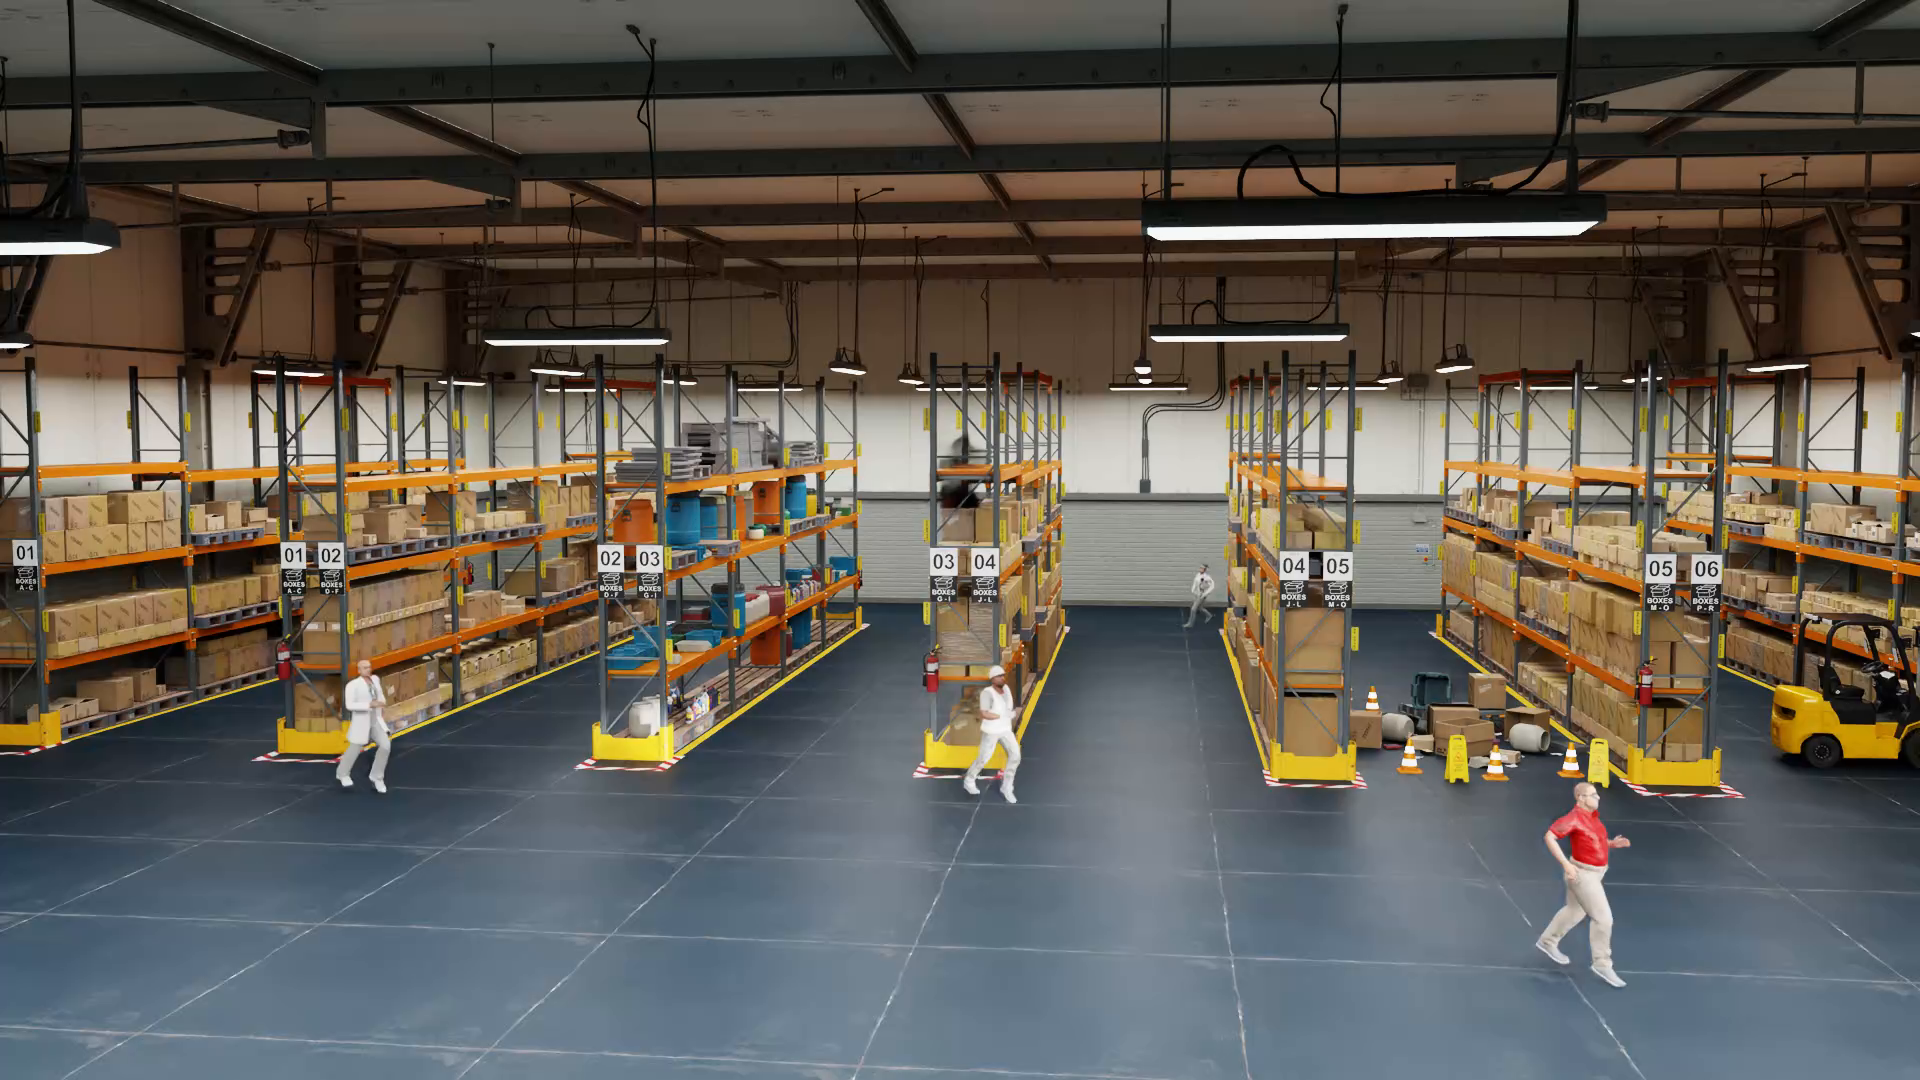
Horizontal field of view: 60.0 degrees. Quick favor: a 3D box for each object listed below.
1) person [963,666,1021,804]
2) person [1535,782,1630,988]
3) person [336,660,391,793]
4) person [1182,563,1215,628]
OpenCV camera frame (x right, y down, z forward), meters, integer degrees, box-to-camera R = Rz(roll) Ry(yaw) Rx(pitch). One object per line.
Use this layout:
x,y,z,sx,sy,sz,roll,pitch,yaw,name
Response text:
0.472,2.560,22.000,0.698,1.825,0.909,-4,6,-43,person
5.633,3.076,15.013,0.808,1.788,0.640,3,5,33,person
-8.067,2.566,22.599,0.947,1.739,0.732,3,5,37,person
5.924,1.342,40.443,0.844,1.611,0.668,-2,5,-27,person
